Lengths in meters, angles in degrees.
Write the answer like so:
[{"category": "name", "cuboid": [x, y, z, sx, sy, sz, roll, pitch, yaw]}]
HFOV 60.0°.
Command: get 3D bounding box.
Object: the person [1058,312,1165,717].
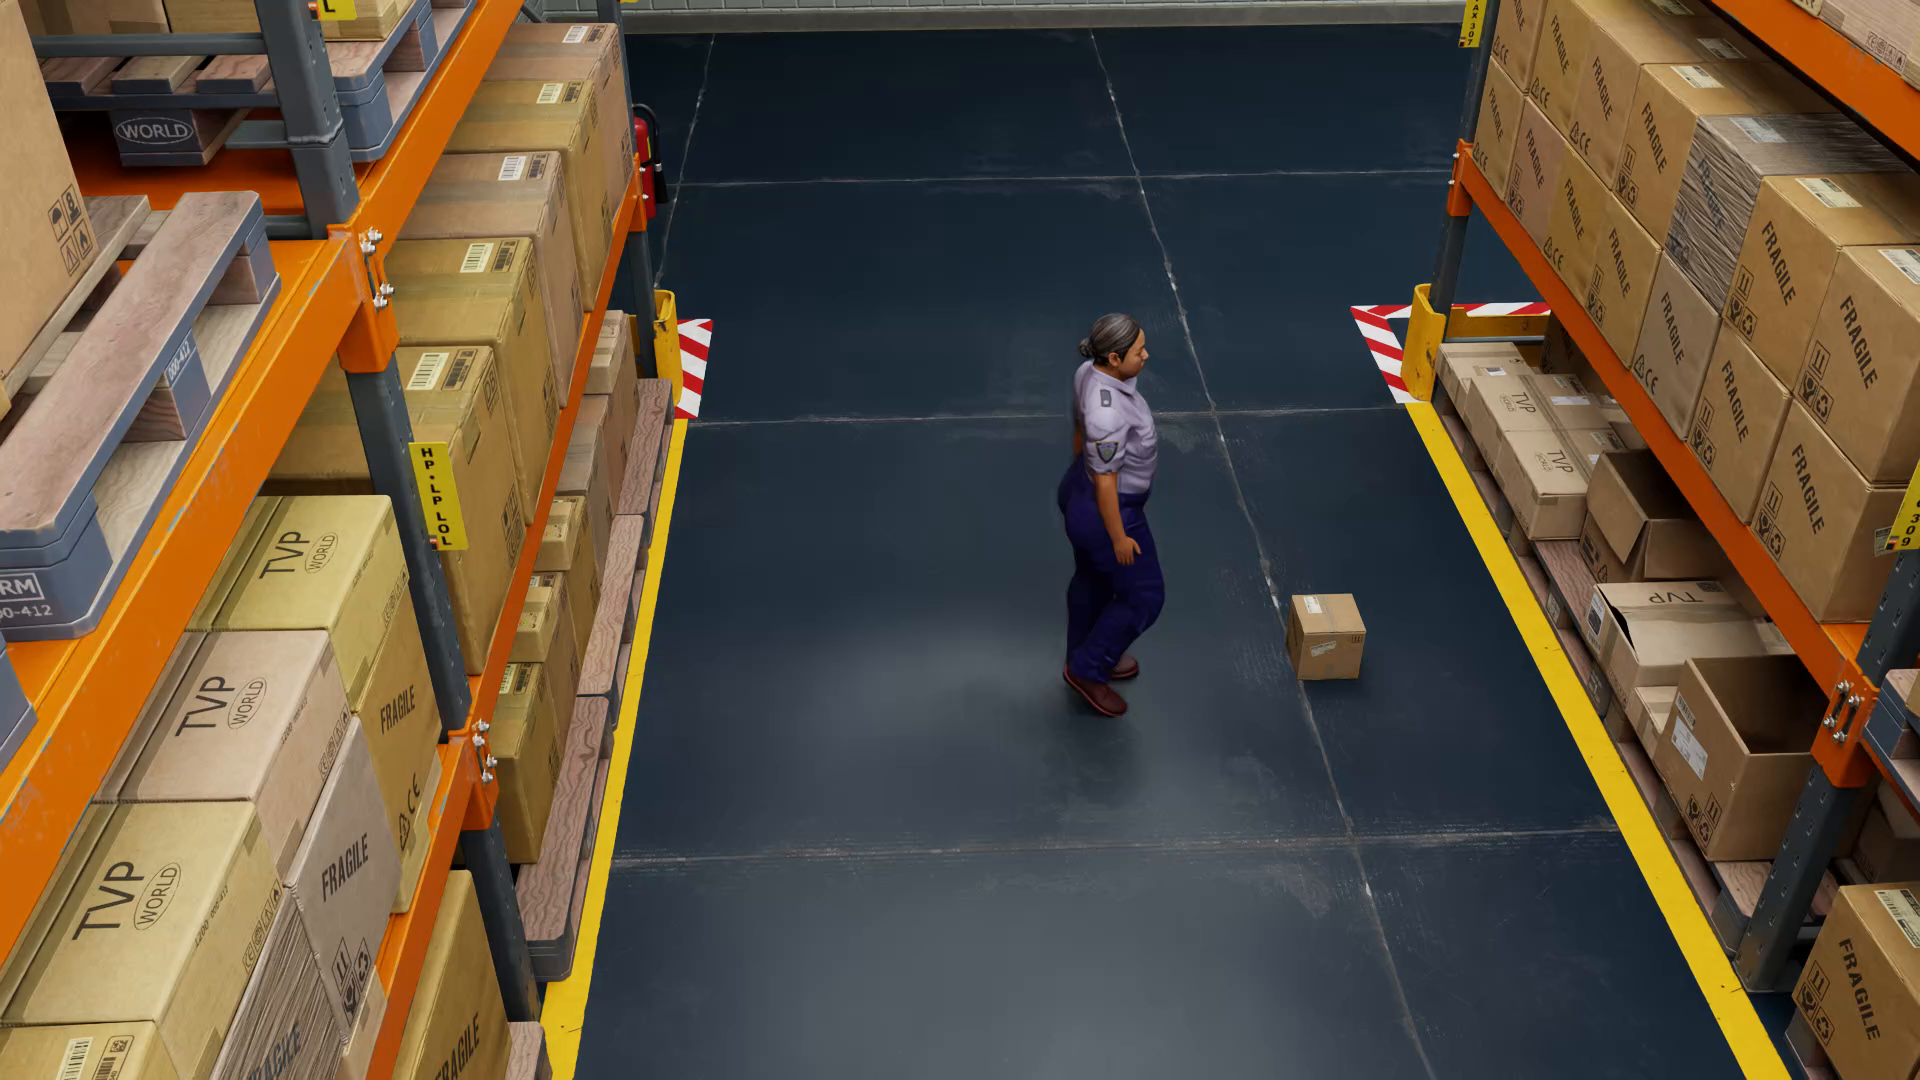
[{"category": "person", "cuboid": [0.576, -0.106, 6.314, 0.398, 1.674, 0.495, -2, 35, -3]}]
